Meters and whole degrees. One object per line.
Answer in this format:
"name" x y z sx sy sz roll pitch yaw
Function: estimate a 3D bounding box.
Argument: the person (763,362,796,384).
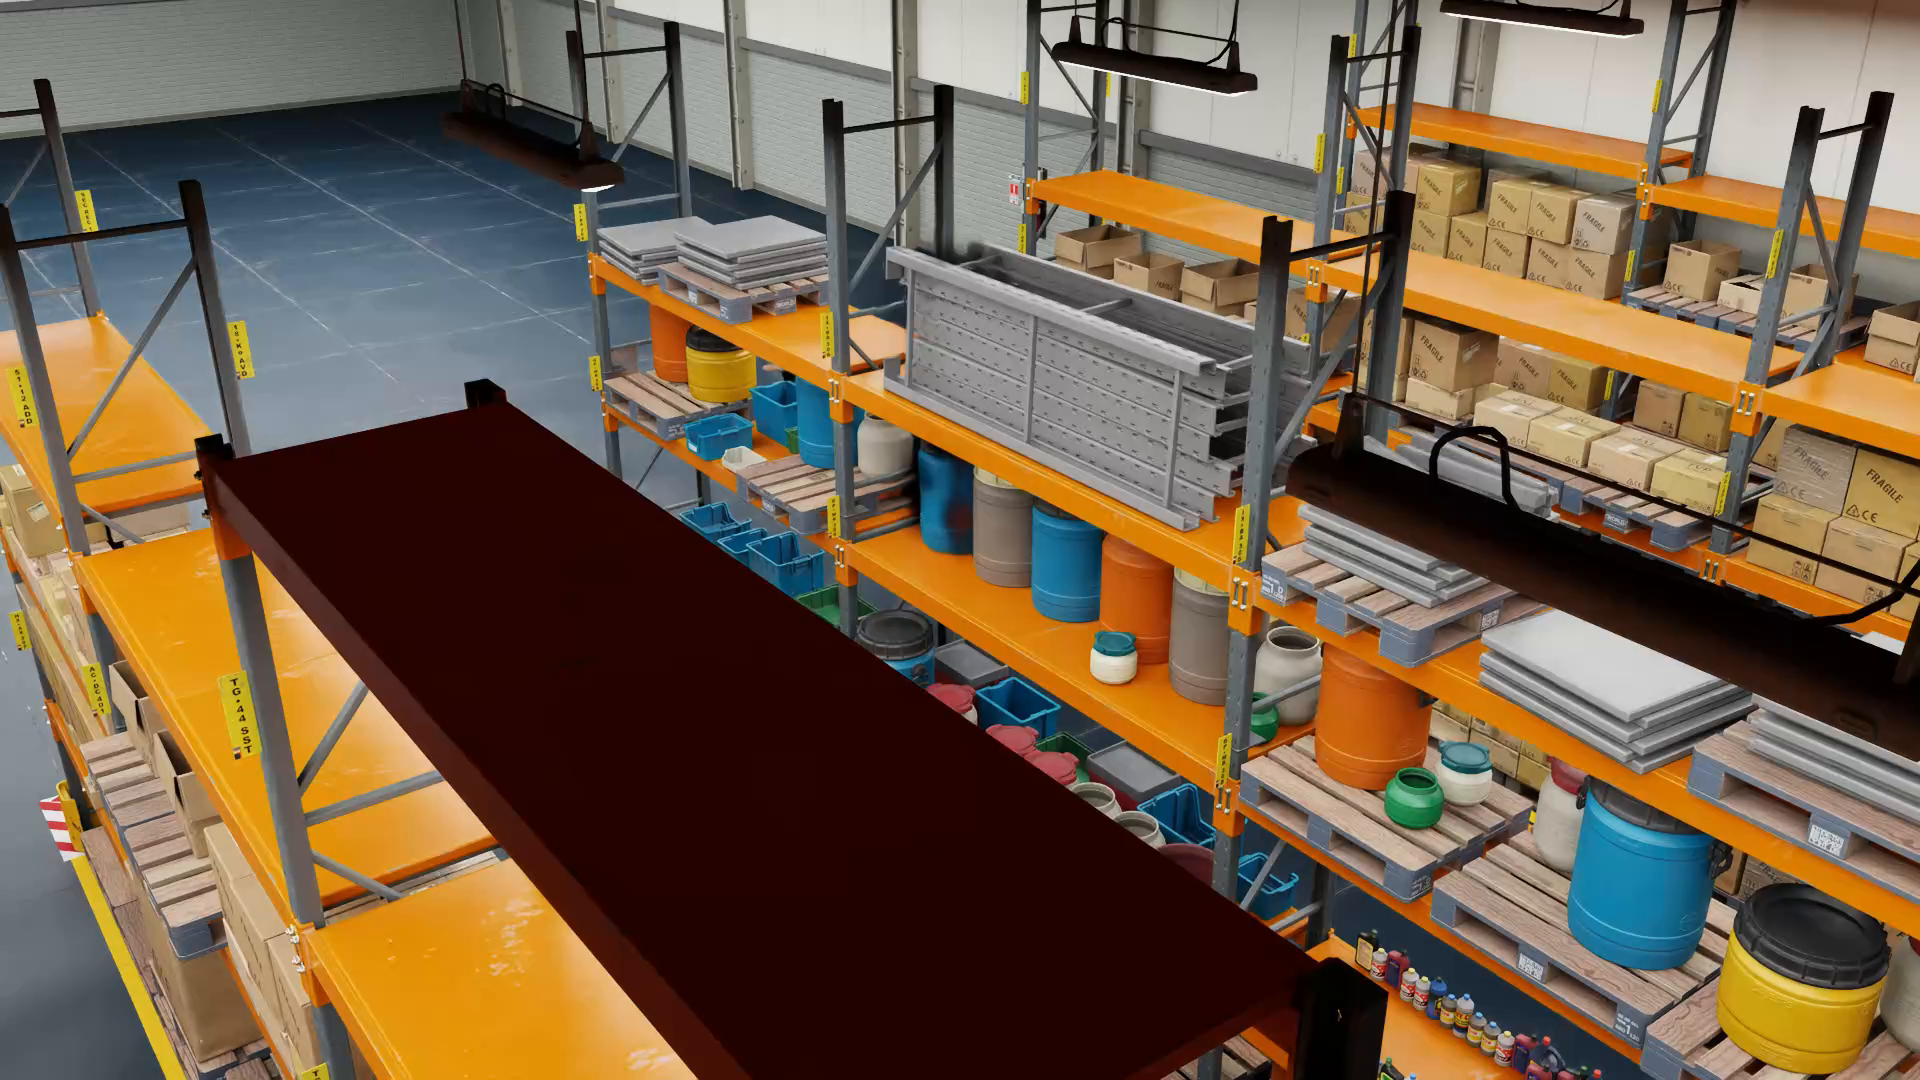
"person" -2.158 -2.081 21.511 0.778 1.698 0.648 -5 25 -10
